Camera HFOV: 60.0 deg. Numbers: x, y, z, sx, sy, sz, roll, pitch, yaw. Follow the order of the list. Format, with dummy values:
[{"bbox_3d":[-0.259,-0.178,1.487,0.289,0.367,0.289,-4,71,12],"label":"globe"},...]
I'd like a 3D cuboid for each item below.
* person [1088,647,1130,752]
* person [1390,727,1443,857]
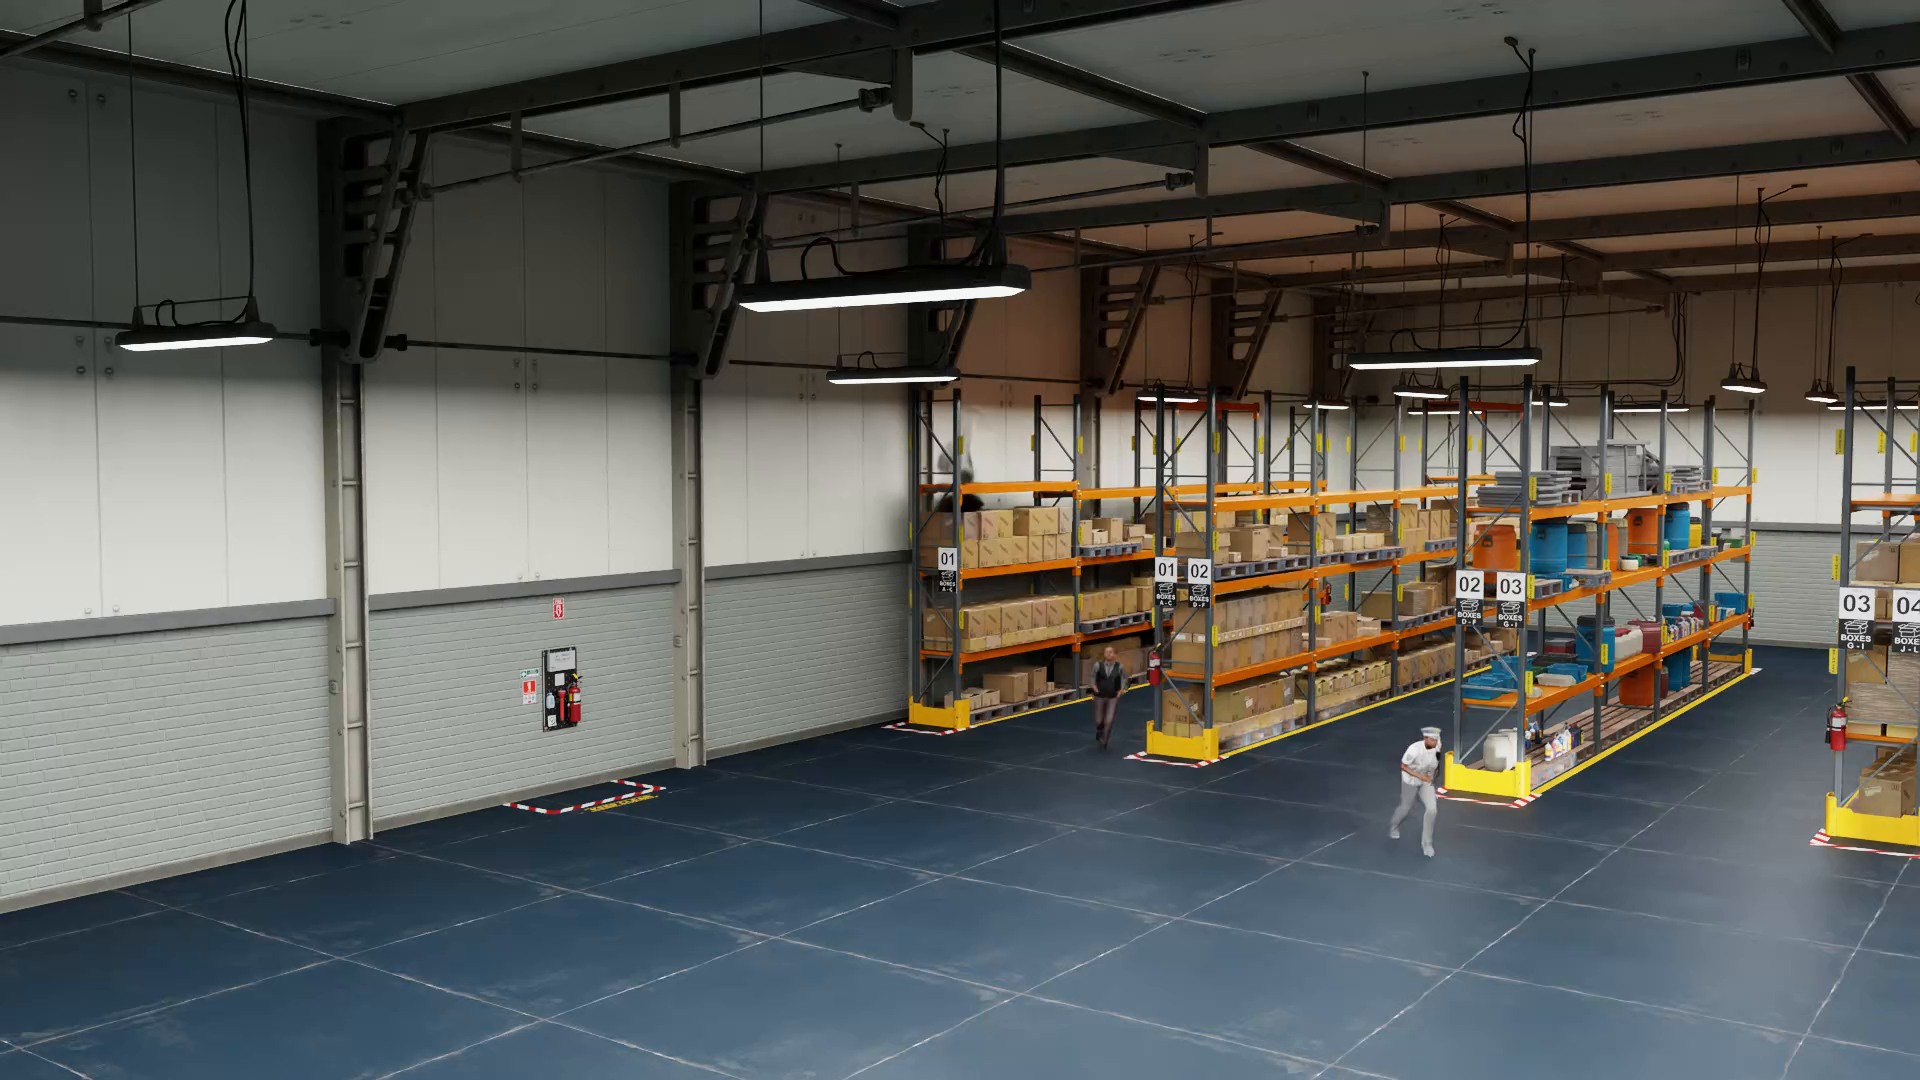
[{"bbox_3d":[2.453,2.612,27.473,0.685,1.719,0.696,1,3,9],"label":"person"},{"bbox_3d":[5.653,3.063,20.642,0.618,1.624,0.985,-1,3,-18],"label":"person"}]
